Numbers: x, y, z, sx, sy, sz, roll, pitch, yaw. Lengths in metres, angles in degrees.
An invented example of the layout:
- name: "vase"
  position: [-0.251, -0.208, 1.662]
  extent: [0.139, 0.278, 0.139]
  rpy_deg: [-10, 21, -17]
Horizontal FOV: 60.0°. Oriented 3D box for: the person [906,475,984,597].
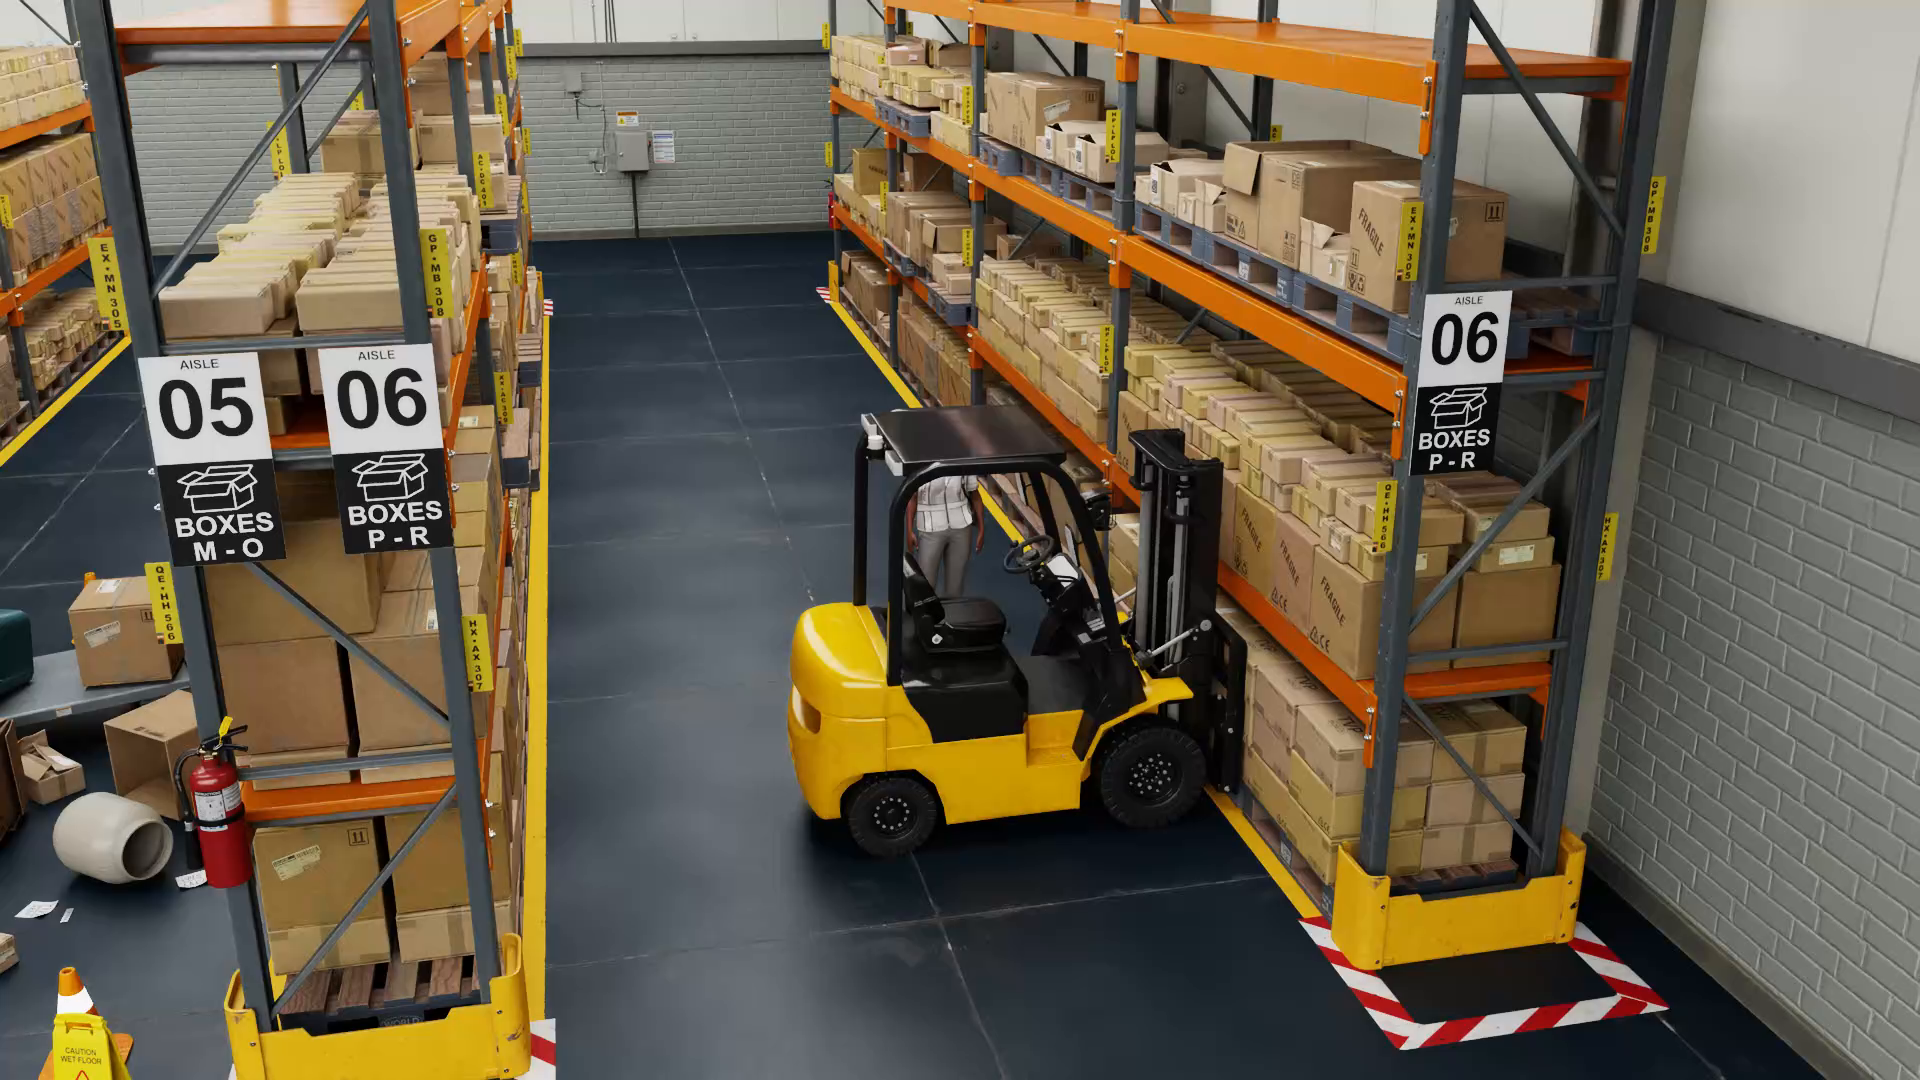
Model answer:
- name: "person"
  position: [-0.100, -0.036, 11.096]
  extent: [0.569, 1.695, 0.530]
  rpy_deg: [-5, 20, -12]
